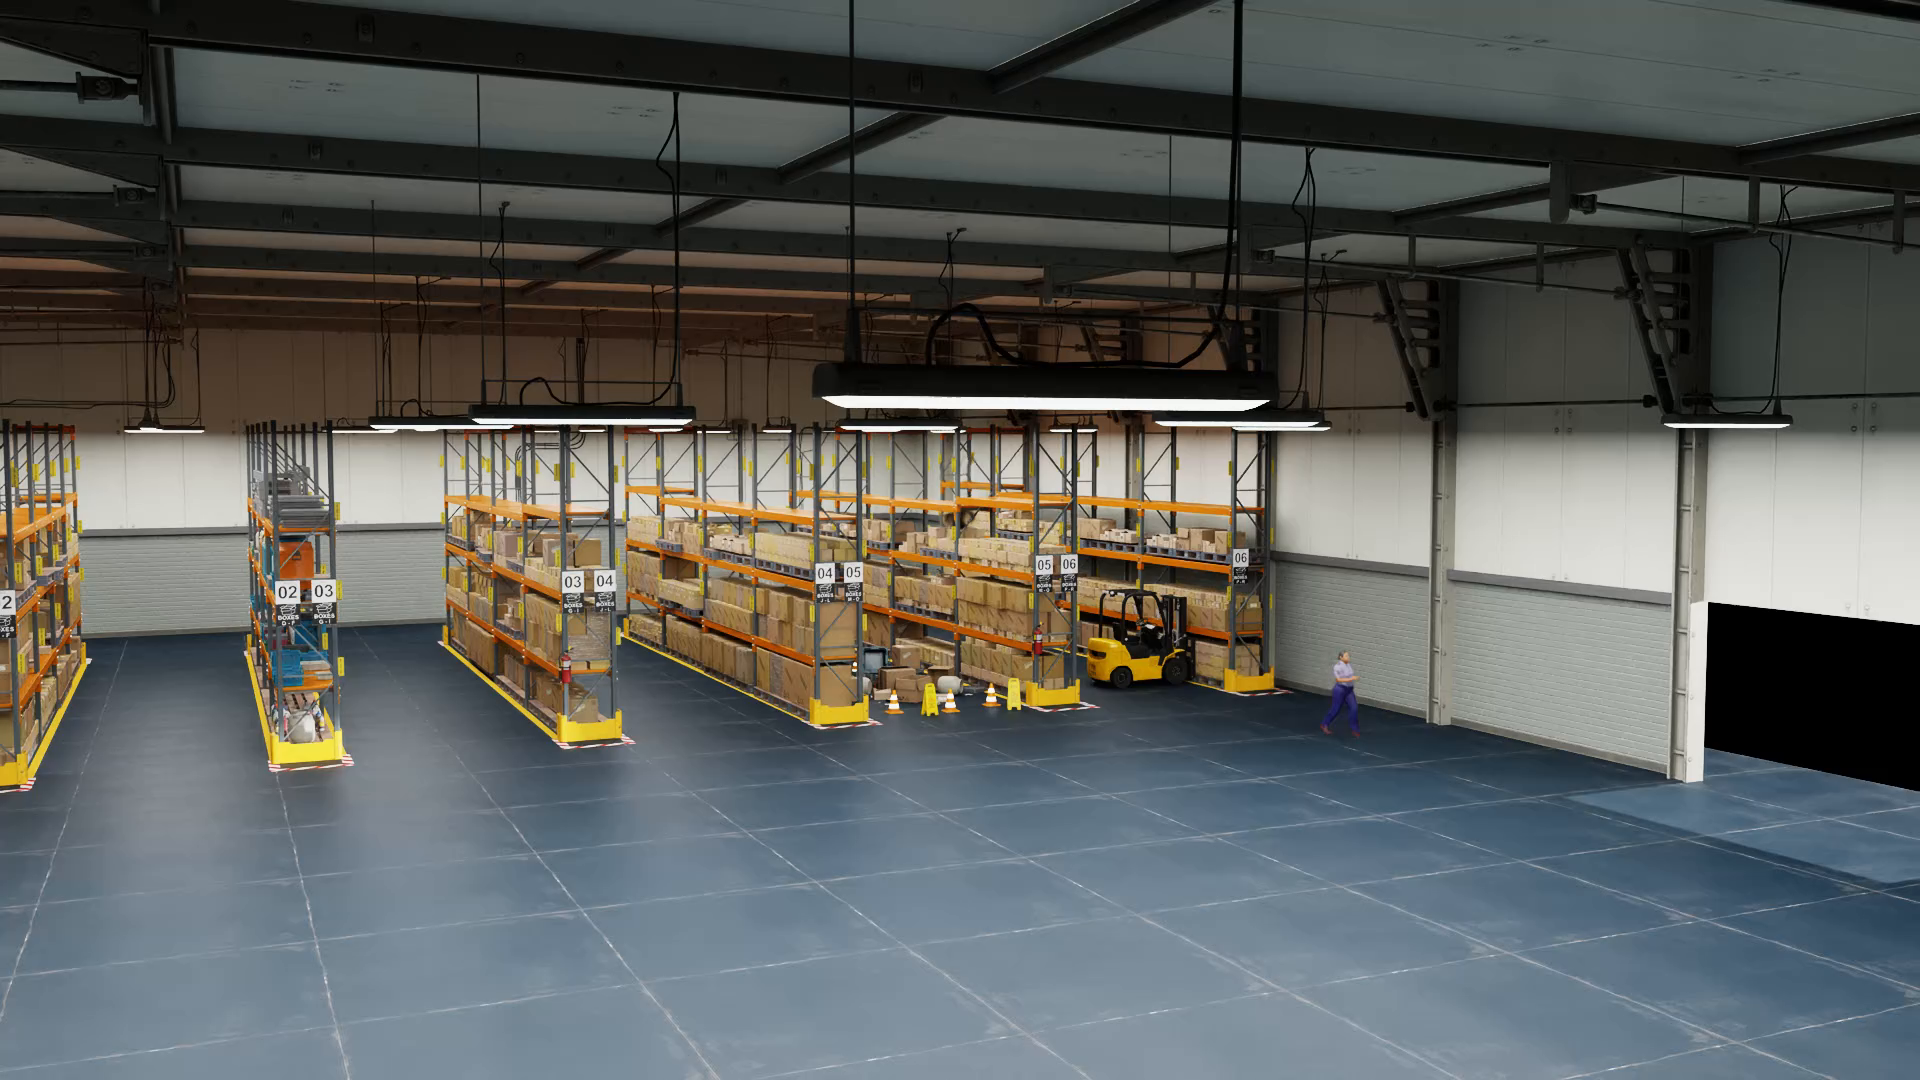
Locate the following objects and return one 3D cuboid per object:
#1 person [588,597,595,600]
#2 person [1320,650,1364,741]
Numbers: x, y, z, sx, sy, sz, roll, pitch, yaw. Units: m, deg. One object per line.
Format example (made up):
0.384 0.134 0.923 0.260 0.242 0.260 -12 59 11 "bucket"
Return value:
-9.981 2.023 45.423 0.661 1.750 0.734 -1 4 -15 "person"
7.239 2.926 31.520 0.574 1.695 0.866 -3 5 -41 "person"
